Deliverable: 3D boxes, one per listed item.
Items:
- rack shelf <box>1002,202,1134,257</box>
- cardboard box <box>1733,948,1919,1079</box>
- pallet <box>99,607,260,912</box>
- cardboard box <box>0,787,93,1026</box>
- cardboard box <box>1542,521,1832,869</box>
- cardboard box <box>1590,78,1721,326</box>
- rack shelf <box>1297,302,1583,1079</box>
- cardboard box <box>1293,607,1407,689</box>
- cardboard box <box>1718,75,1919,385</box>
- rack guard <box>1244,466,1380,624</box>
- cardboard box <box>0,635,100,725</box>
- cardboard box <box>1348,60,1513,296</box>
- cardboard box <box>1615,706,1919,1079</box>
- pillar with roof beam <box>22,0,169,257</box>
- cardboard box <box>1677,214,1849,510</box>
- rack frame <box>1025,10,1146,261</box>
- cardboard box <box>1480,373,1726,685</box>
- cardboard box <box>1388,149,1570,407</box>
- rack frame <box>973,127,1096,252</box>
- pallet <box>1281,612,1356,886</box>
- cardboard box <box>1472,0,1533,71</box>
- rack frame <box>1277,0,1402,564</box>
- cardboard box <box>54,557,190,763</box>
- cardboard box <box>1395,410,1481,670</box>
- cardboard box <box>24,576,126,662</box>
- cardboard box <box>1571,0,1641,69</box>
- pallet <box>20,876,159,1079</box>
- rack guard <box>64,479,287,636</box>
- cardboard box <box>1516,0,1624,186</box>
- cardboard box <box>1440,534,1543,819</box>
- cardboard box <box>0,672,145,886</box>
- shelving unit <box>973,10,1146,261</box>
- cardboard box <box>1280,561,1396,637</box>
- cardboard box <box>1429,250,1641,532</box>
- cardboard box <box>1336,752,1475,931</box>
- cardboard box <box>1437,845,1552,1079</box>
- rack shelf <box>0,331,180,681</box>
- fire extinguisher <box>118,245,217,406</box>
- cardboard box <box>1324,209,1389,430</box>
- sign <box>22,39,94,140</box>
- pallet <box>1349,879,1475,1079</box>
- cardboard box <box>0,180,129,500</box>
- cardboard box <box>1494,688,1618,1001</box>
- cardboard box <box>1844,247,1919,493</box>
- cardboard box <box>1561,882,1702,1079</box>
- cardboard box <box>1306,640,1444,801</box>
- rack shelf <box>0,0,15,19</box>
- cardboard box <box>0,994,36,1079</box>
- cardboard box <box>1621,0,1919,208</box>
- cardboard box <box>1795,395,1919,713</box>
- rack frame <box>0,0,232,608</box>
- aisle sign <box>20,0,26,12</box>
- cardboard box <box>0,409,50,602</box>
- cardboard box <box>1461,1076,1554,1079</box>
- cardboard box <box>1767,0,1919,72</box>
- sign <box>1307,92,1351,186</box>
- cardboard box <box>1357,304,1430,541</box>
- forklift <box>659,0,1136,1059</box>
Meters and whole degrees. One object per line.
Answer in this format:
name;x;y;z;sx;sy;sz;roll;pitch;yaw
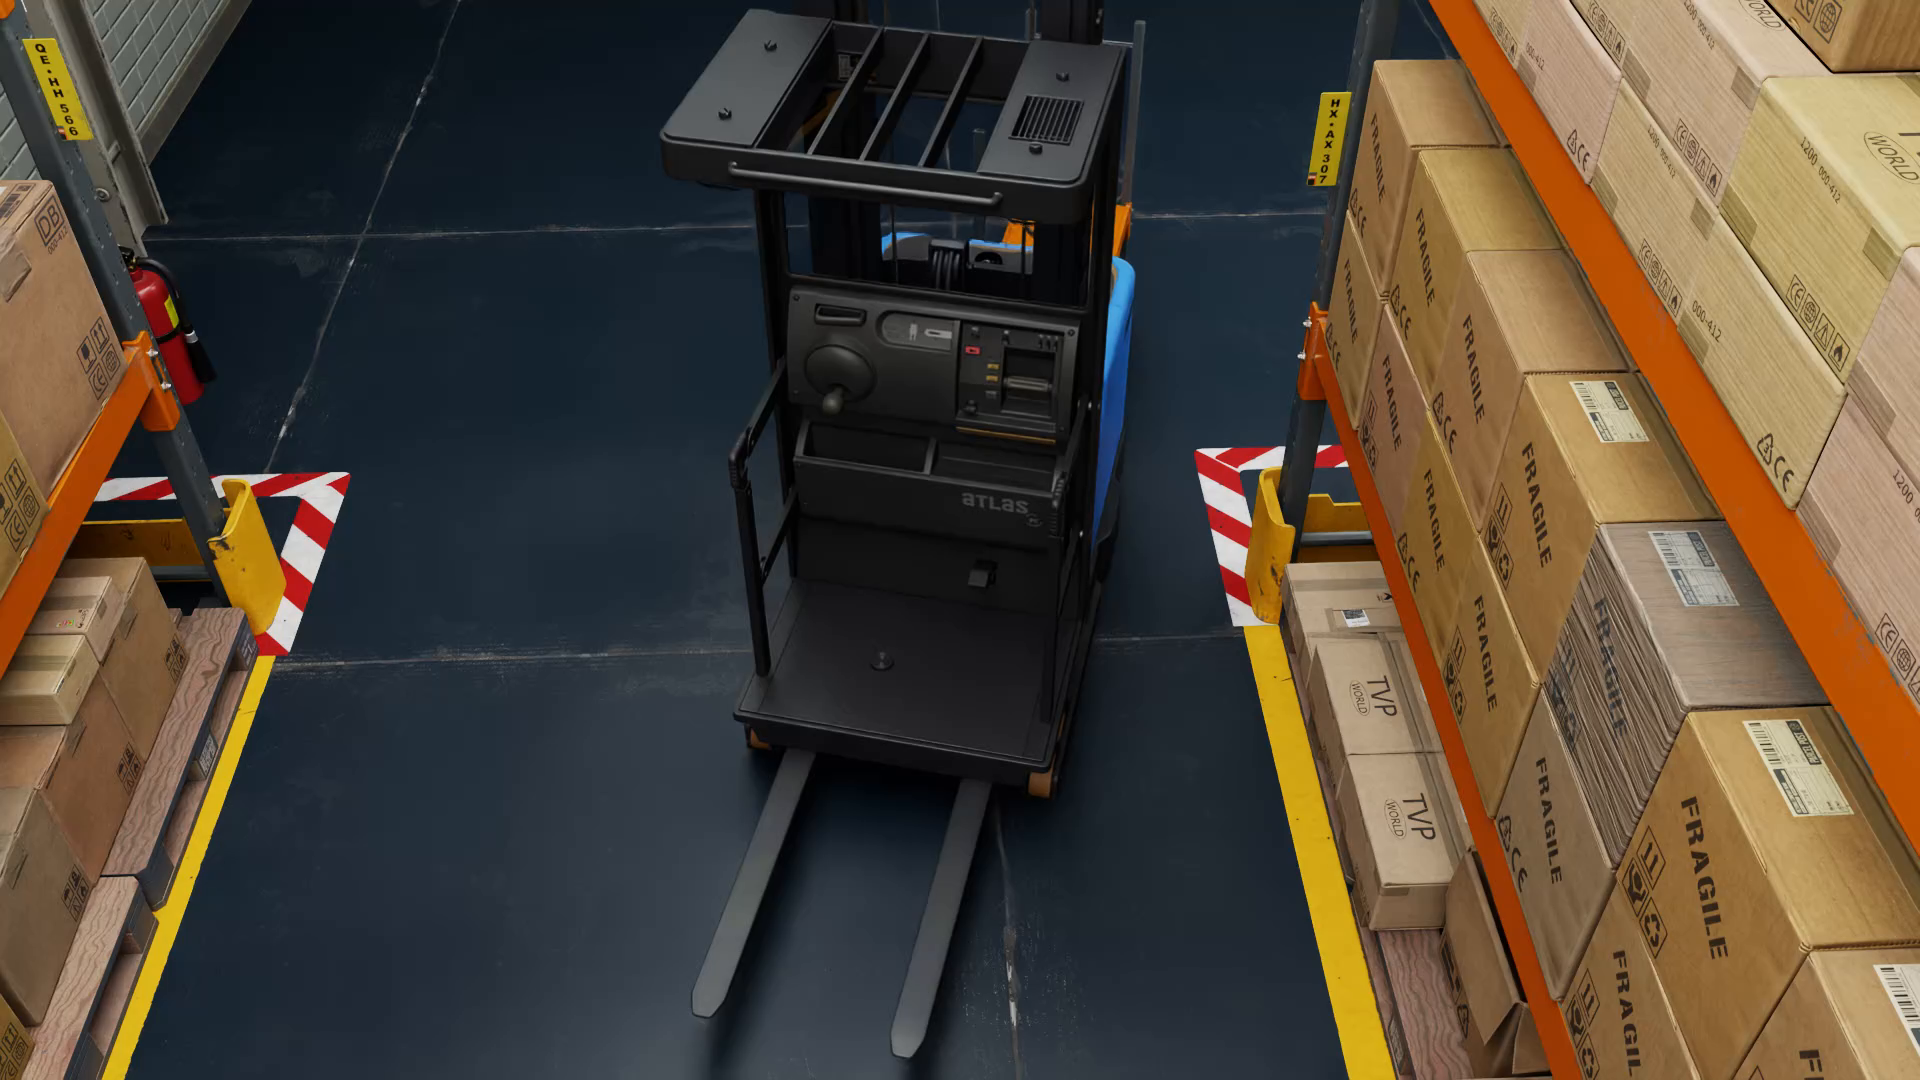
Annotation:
rack shelf;0.410;-1.148;7.159;0.538;0.185;1.000;9;43;9
cardboard box;1.605;0.996;2.630;0.500;0.500;0.500;-1;43;-2
pallet;-3.122;0.745;5.781;1.003;0.211;1.213;-2;43;-2
cardboard box;-3.061;1.093;4.877;0.700;0.500;0.500;-3;43;-3
cardboard box;1.559;0.310;3.378;0.500;0.500;0.500;-1;43;-1
cardboard box;1.541;-0.649;3.129;0.500;0.250;0.500;-2;43;-2
rack shelf;1.800;0.650;4.353;1.077;0.370;4.000;-2;43;-2
cardboard box;1.400;0.378;5.888;0.380;0.166;0.250;-2;43;-2
cardboard box;1.556;-0.495;2.592;0.500;0.250;0.500;-2;43;-2
rack guard;1.718;0.008;6.372;1.175;0.500;0.348;-2;43;-2
cardboard box;-2.906;0.431;5.119;0.380;0.149;0.250;-1;43;-1
cardboard box;1.470;-1.063;4.876;0.500;0.500;0.500;0;43;0
cardboard box;1.580;0.650;3.007;0.500;0.500;0.500;-2;43;-3
pillar with roof beam;0.088;-4.953;5.494;9.100;9.000;0.400;-2;43;-2
cardboard box;1.558;-0.311;2.761;0.500;0.250;0.500;-2;43;-2
rack frame;0.520;-1.616;7.403;0.500;1.500;0.032;9;43;9
cardboard box;1.539;-0.030;3.749;0.500;0.500;0.500;-2;43;-2
cardboard box;1.500;-0.711;4.492;0.500;0.500;0.500;-1;43;-1
rack frame;0.300;-0.945;6.671;0.500;1.500;0.032;9;43;9
pallet;1.753;0.652;5.882;1.003;0.211;1.213;-2;43;-2
cardboard box;1.491;-1.324;3.865;0.500;0.250;0.500;-2;43;-2
rack frame;1.715;-0.965;5.583;1.000;3.000;0.127;-2;43;-2
cardboard box;-3.105;0.416;5.616;0.700;0.500;0.500;-2;43;-2
cardboard box;1.516;-0.008;4.465;0.500;0.500;0.500;-2;43;-2
cardboard box;-2.917;0.258;5.307;0.380;0.149;0.250;-2;43;-2
cardboard box;1.518;-1.171;3.328;0.500;0.250;0.500;-2;43;-2
pallet;-3.073;1.567;4.885;1.003;0.211;1.213;-2;43;-2
rack guard;-3.235;0.085;6.288;1.175;0.500;0.348;-2;43;-2
cardboard box;1.514;-0.986;3.497;0.500;0.250;0.500;-2;43;-2
cardboard box;1.535;0.330;4.096;0.500;0.500;0.500;-1;43;-1
cardboard box;-3.083;0.754;5.247;0.700;0.500;0.500;-2;43;-2
shelving unit;0.412;-1.287;7.044;0.587;1.500;1.083;9;43;9
cardboard box;1.389;0.216;6.079;0.380;0.149;0.250;-2;43;-2
cardboard box;1.516;-0.373;4.123;0.500;0.500;0.500;-1;43;-1
cardboard box;1.497;0.937;5.218;0.500;0.250;0.500;-2;43;-2
cardboard box;1.800;1.225;4.715;0.797;0.503;0.637;-2;43;-2
rack shelf;-3.149;0.795;4.195;1.077;0.370;4.000;-2;43;-2
fire extinguisher;-2.780;-0.770;5.703;0.296;0.674;0.183;-2;43;-2
cardboard box;1.470;-0.695;5.214;0.500;0.500;0.500;-1;43;-1
sign;-2.692;-1.341;4.961;0.100;0.325;0.005;-2;43;-2
pallet;1.802;1.474;4.986;1.003;0.211;1.213;-2;43;-2
cardboard box;-3.203;-0.587;4.949;0.980;0.700;0.700;0;43;0
cardboard box;1.560;0.674;3.721;0.500;0.500;0.500;-1;43;-1
cardboard box;1.575;-0.158;2.223;0.500;0.250;0.500;-2;43;-2
cardboard box;1.584;1.020;3.343;0.500;0.500;0.500;-1;43;-1
cardboard box;1.476;0.599;5.586;0.500;0.250;0.500;-2;43;-2
rack shelf;-3.149;-0.311;3.182;1.077;0.370;4.000;-2;43;-2
cardboard box;-3.031;1.453;4.484;0.700;0.500;0.500;-1;43;-1
cardboard box;1.535;-0.833;2.960;0.500;0.250;0.500;-2;43;-2
cardboard box;1.588;0.026;2.393;0.500;0.250;0.500;-2;43;-2
rack frame;-3.234;-0.820;5.425;1.000;3.000;0.127;-2;43;-2
aisle sign;-2.938;-1.836;4.609;0.394;0.787;0.004;-2;43;-2
cardboard box;-3.161;-0.096;4.413;0.980;0.700;0.700;-2;43;-2
cardboard box;1.545;1.681;4.360;0.500;0.311;0.500;-2;43;-2
cardboard box;1.746;-1.115;2.713;0.700;0.500;0.500;-2;43;-2
sign;1.173;-1.269;5.273;0.100;0.325;0.005;-2;43;-2
cardboard box;1.497;-0.347;4.834;0.500;0.500;0.500;-2;43;-2
forklift;-0.137;-0.469;5.092;1.130;2.935;3.031;9;43;9
